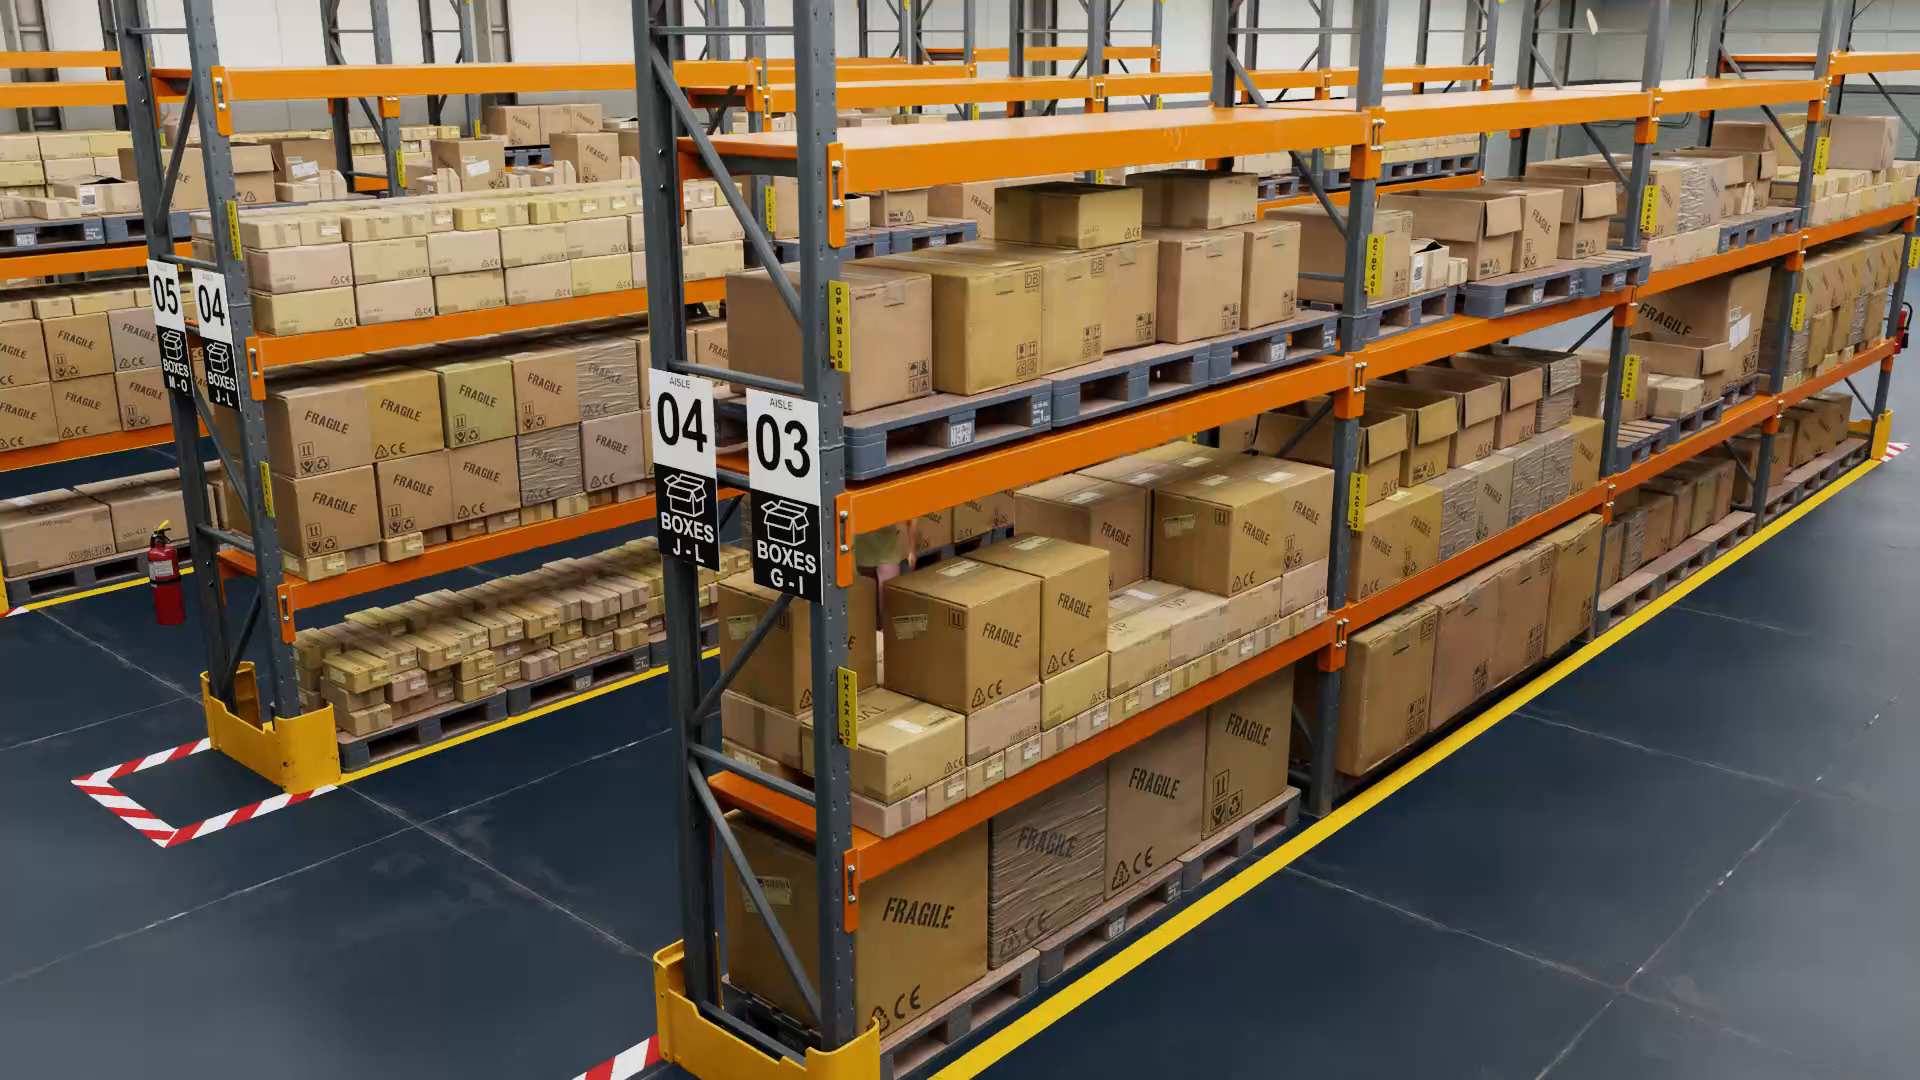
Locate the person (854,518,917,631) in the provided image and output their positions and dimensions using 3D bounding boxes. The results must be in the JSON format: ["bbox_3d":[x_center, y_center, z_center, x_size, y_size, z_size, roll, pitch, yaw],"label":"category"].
[{"bbox_3d":[-0.578,0.151,12.113,0.612,1.599,0.814,8,19,23],"label":"person"}]
